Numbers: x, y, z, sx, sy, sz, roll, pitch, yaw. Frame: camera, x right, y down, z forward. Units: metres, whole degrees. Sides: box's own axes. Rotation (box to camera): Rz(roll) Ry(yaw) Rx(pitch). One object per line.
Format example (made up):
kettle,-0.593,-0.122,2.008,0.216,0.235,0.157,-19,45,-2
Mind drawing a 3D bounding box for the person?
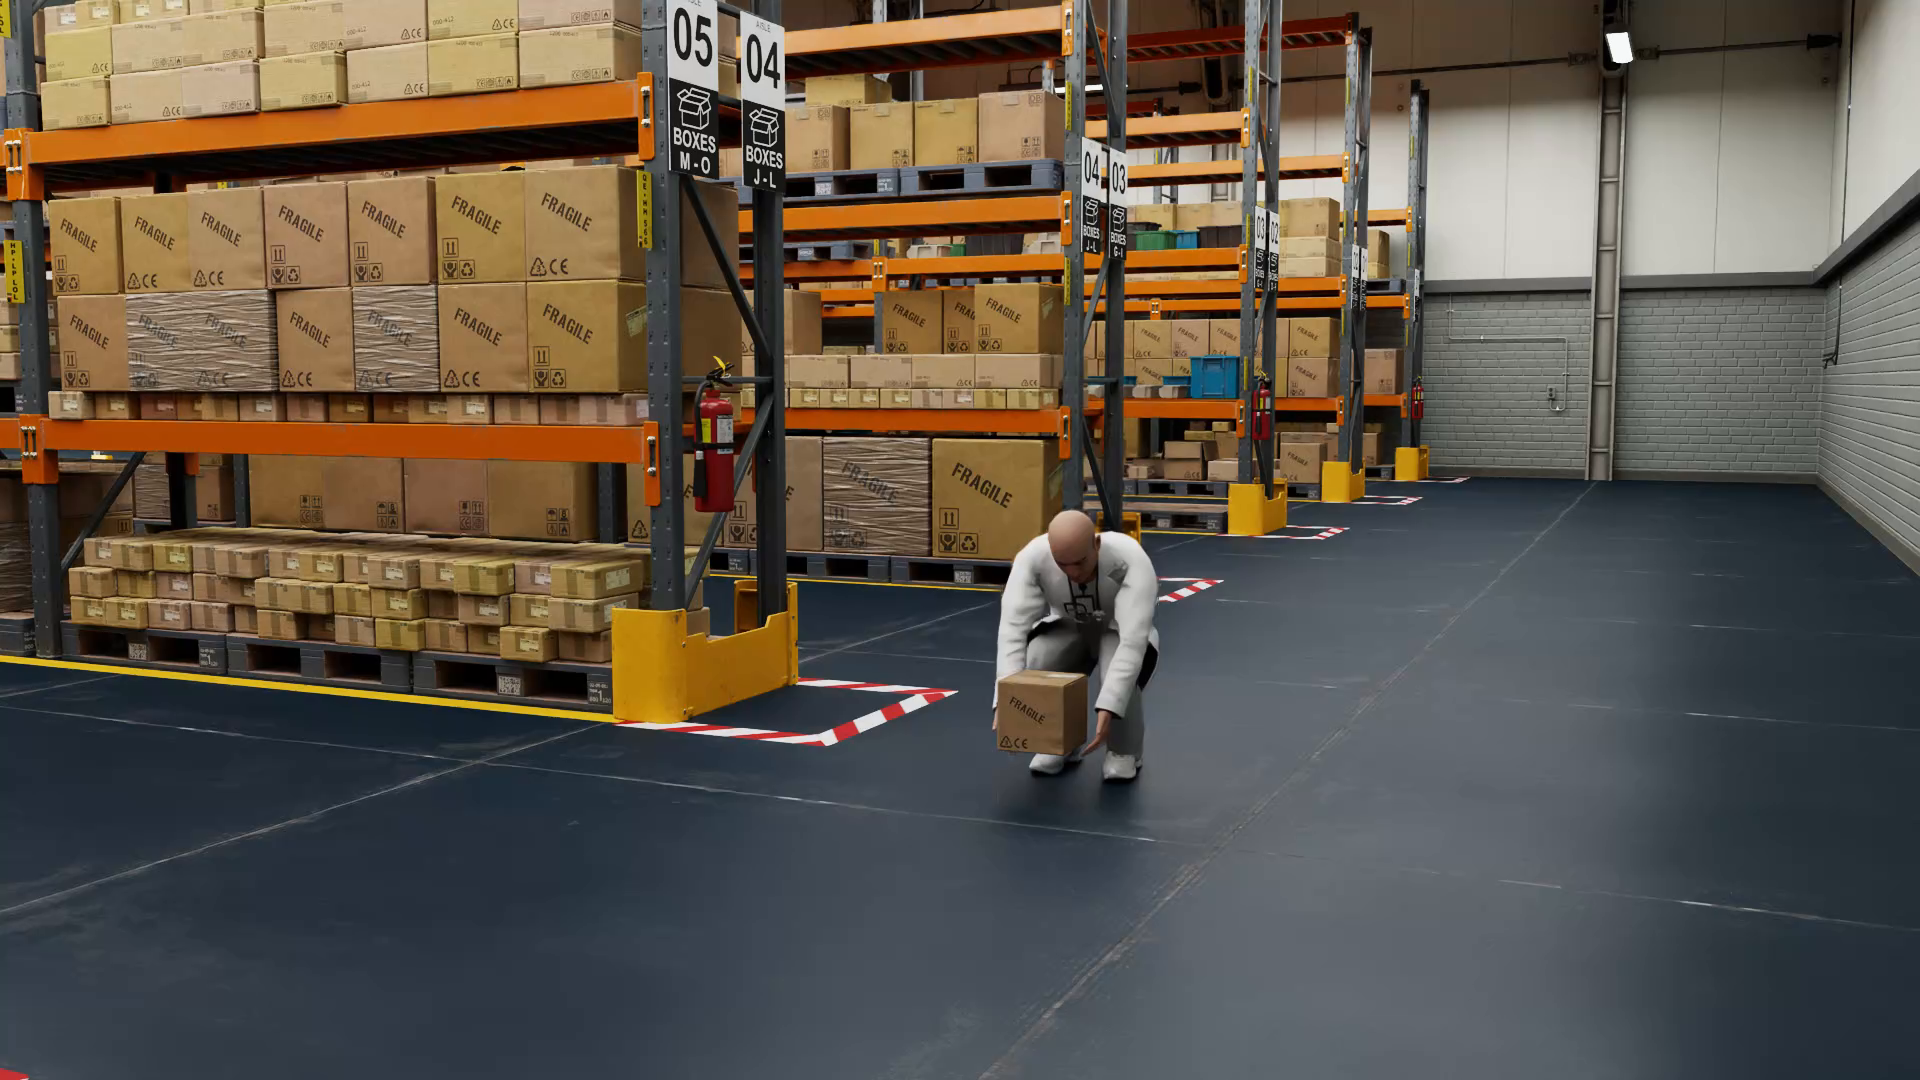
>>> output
person,0.472,0.423,6.280,0.611,0.973,0.899,2,6,23
